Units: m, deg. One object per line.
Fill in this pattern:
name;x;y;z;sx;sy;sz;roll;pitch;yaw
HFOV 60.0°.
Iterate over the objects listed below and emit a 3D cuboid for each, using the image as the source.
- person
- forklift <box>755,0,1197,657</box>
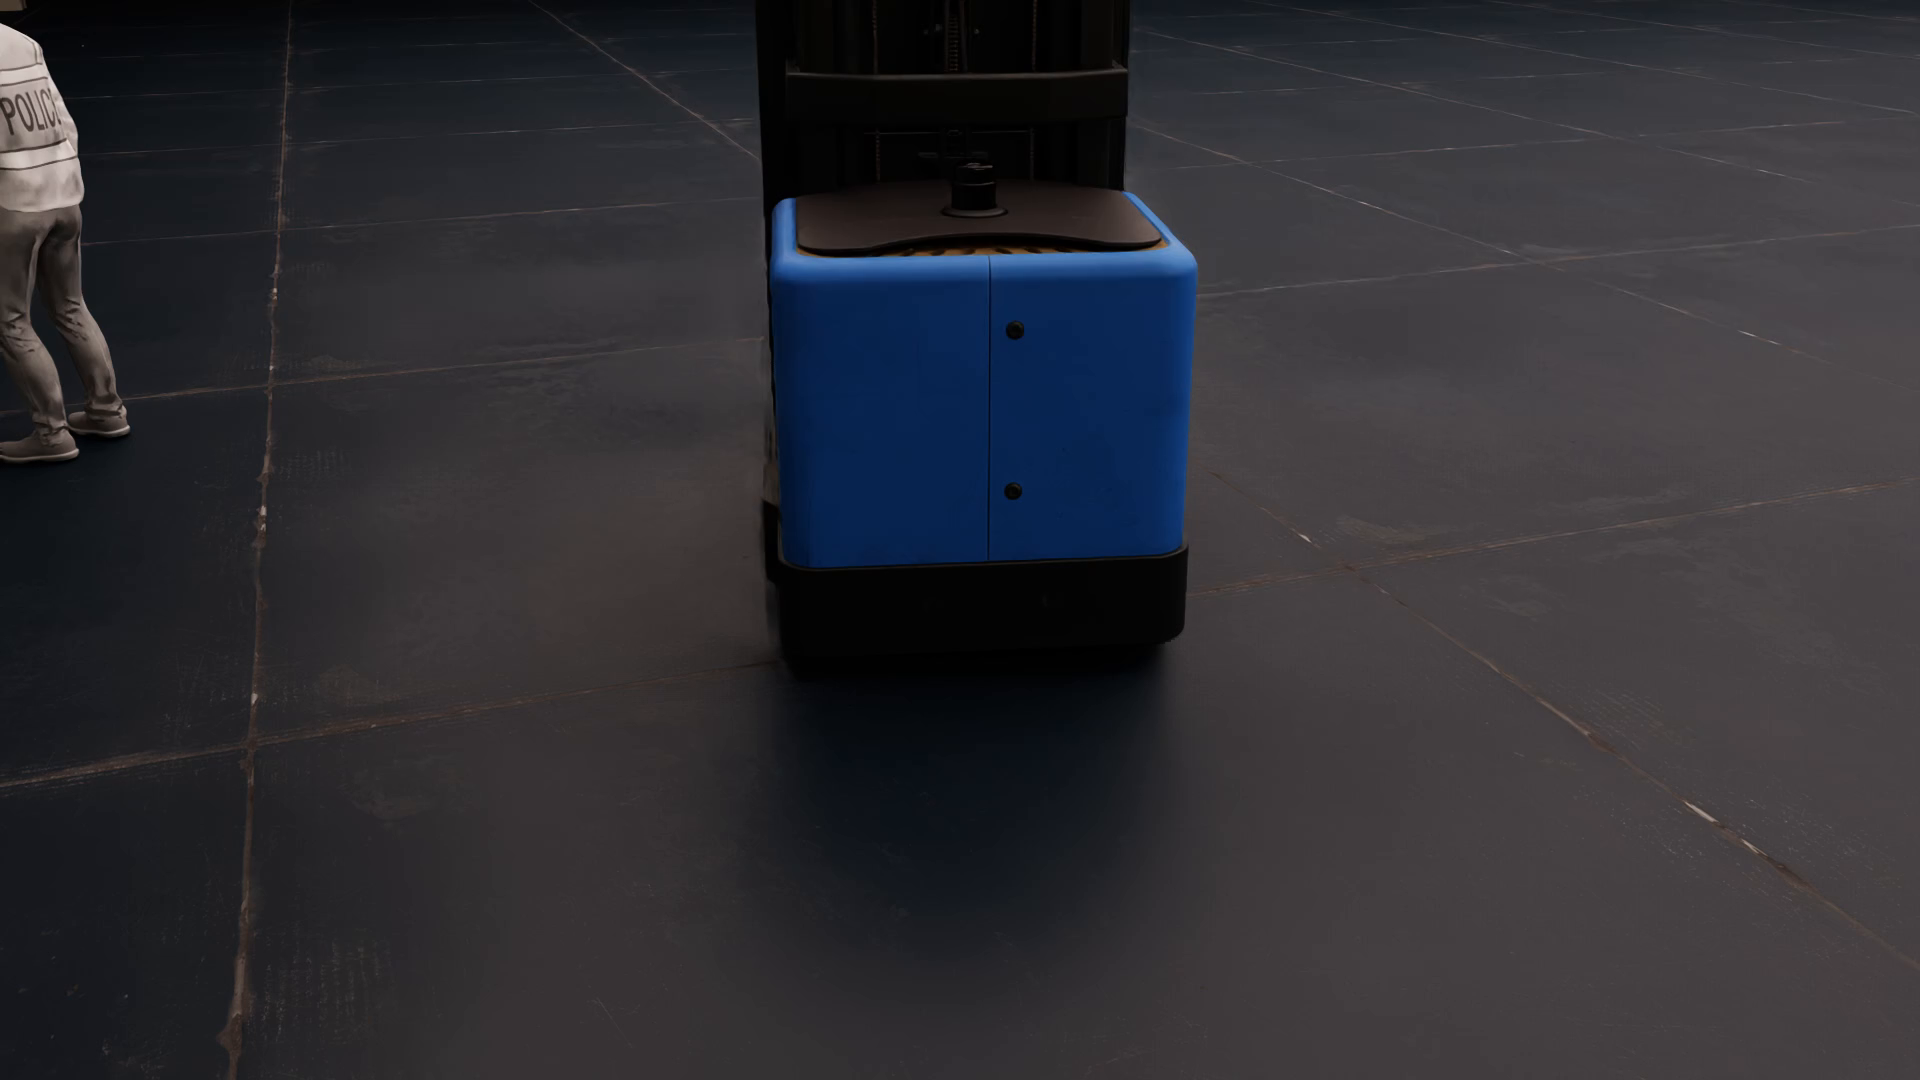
person;-3.126;-1.084;5.518;0.375;1.662;0.528;6;23;13
forklift;-0.074;-1.589;5.076;1.130;2.935;3.031;-2;23;-5
